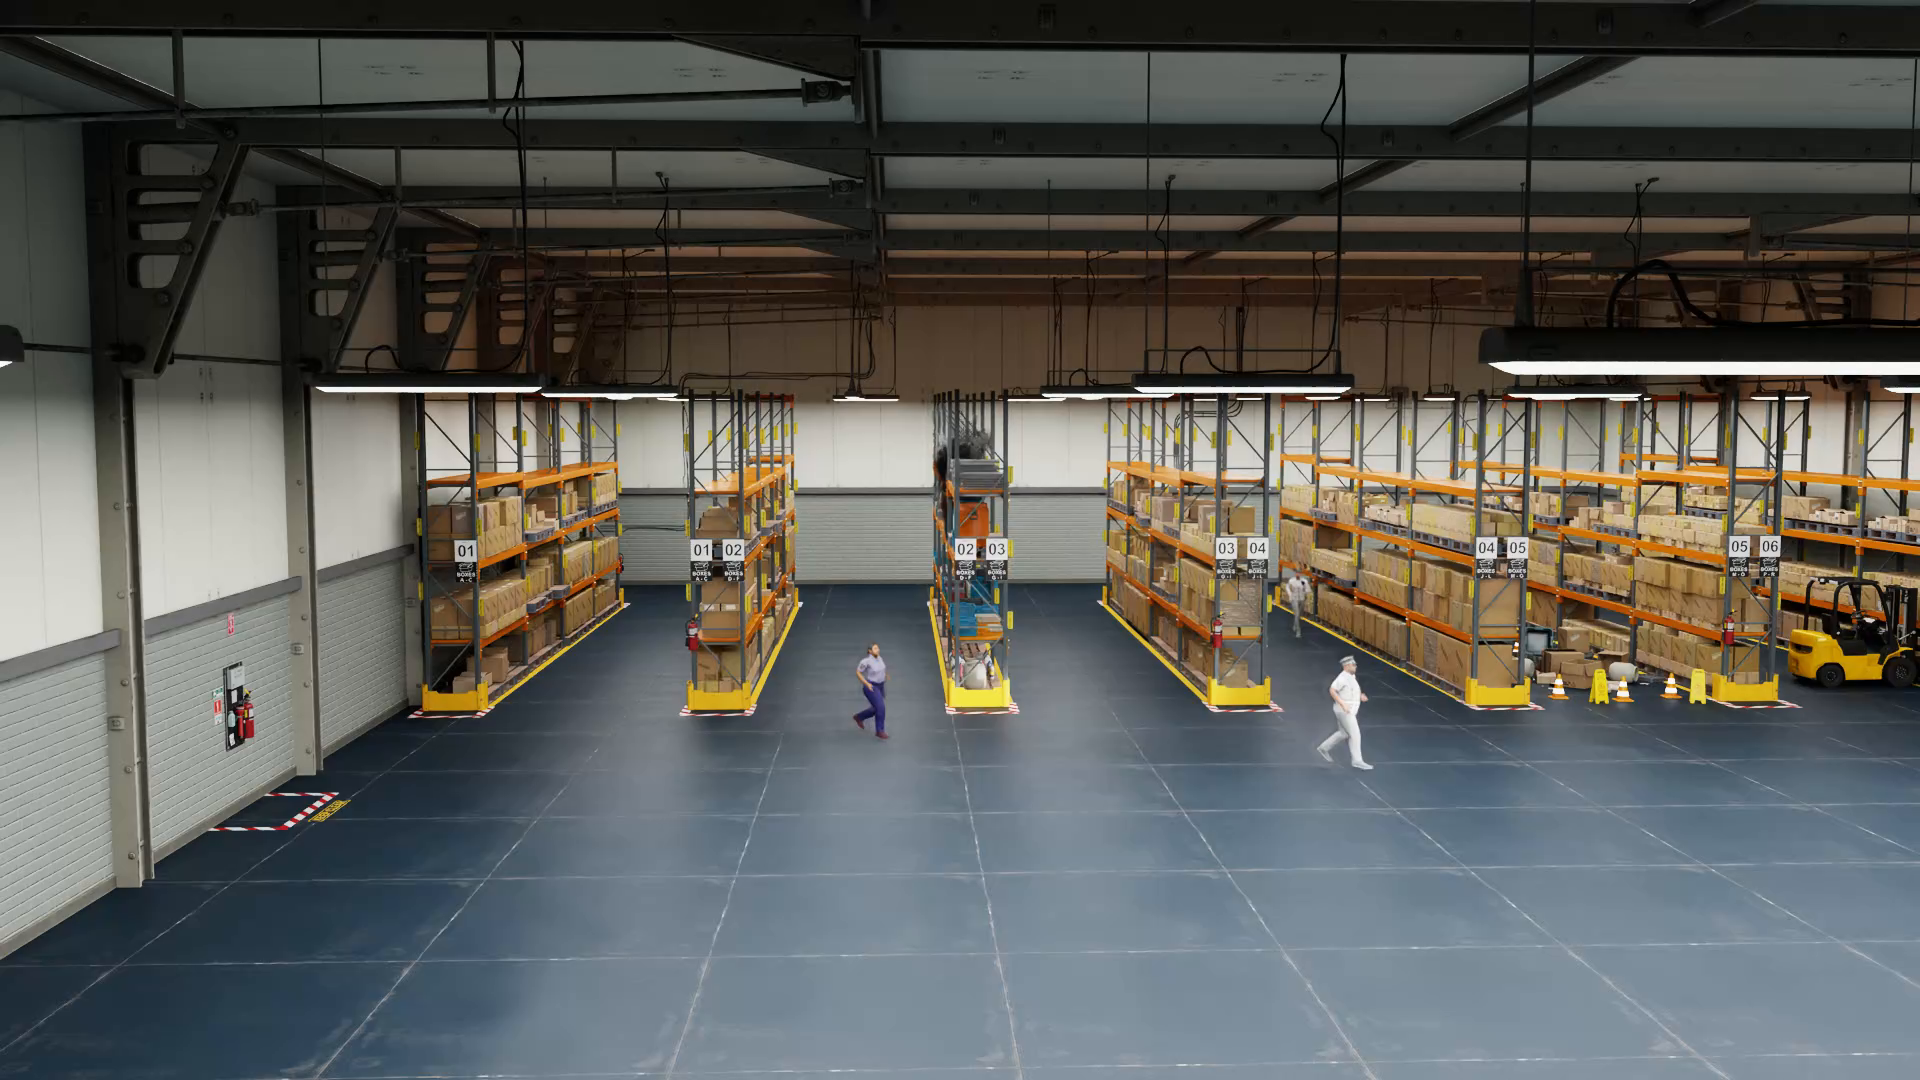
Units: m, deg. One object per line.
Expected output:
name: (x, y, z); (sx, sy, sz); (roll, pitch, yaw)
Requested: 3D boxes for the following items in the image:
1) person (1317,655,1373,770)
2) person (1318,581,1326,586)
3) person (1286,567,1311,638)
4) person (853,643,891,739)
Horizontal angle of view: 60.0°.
person: (6.078, 2.691, 26.183); (0.876, 1.778, 0.679); (2, 5, 20)
person: (10.668, 0.960, 48.908); (0.816, 1.557, 0.474); (-4, 6, -37)
person: (8.390, 1.521, 41.178); (0.598, 1.717, 0.869); (0, 5, 1)
person: (-1.515, 2.584, 28.688); (0.776, 1.648, 0.601); (3, 5, 29)
